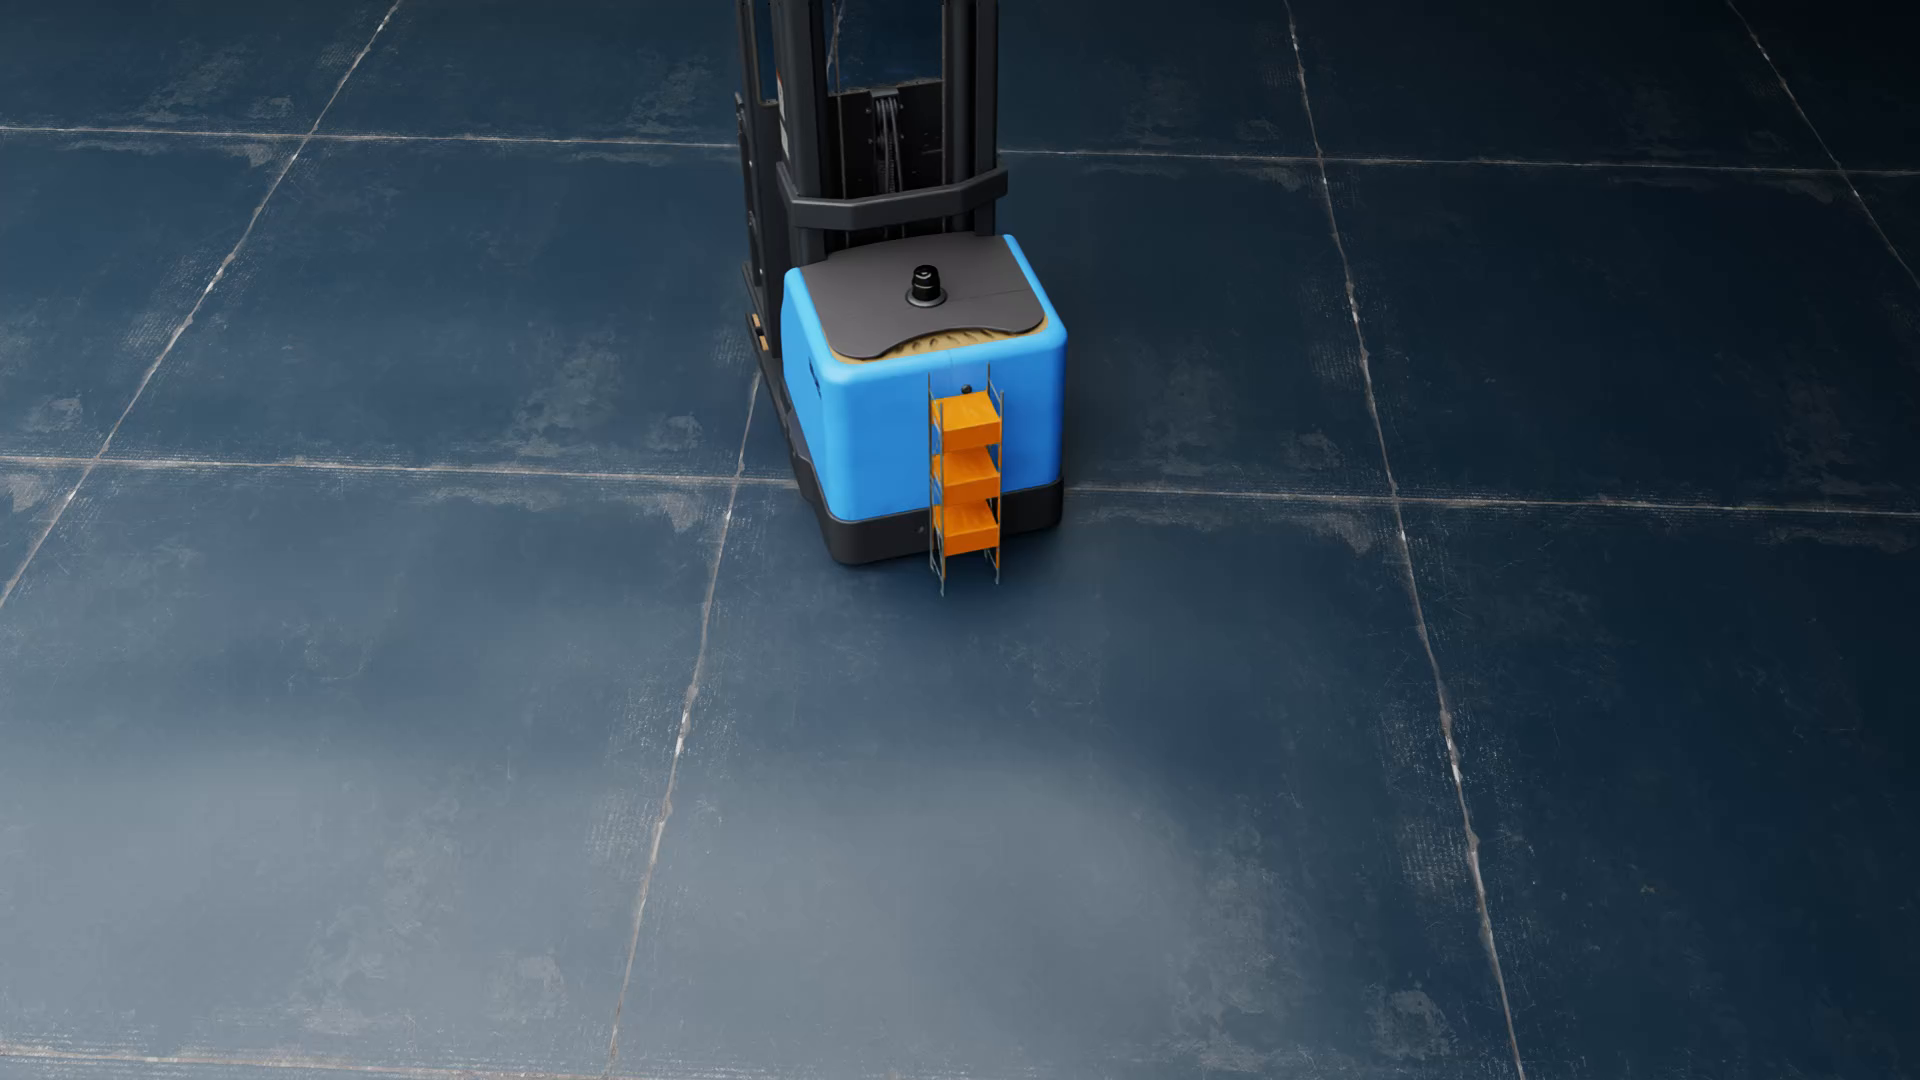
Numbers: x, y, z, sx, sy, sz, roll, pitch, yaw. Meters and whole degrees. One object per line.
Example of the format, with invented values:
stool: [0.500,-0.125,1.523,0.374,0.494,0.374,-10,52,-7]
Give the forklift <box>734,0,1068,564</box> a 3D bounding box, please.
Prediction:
forklift: [-0.444,-1.988,7.319,1.130,2.935,3.031,-11,44,-12]

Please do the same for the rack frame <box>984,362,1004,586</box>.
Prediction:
rack frame: [0.138,-0.251,6.834,0.008,1.050,0.200,-11,44,-12]

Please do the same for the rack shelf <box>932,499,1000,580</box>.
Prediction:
rack shelf: [0.020,-0.018,7.007,0.240,0.259,0.215,-11,44,-12]

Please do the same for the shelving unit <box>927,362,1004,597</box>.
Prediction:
shelving unit: [0.020,-0.228,6.810,0.252,1.050,0.215,-11,44,-12]

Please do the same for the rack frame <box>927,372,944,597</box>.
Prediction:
rack frame: [-0.097,-0.205,6.785,0.008,1.050,0.200,-11,44,-12]

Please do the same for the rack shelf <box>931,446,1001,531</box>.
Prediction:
rack shelf: [0.020,-0.220,6.817,0.240,0.259,0.215,-11,44,-12]

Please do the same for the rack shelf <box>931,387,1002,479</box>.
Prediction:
rack shelf: [0.020,-0.428,6.623,0.240,0.259,0.215,-11,44,-12]
